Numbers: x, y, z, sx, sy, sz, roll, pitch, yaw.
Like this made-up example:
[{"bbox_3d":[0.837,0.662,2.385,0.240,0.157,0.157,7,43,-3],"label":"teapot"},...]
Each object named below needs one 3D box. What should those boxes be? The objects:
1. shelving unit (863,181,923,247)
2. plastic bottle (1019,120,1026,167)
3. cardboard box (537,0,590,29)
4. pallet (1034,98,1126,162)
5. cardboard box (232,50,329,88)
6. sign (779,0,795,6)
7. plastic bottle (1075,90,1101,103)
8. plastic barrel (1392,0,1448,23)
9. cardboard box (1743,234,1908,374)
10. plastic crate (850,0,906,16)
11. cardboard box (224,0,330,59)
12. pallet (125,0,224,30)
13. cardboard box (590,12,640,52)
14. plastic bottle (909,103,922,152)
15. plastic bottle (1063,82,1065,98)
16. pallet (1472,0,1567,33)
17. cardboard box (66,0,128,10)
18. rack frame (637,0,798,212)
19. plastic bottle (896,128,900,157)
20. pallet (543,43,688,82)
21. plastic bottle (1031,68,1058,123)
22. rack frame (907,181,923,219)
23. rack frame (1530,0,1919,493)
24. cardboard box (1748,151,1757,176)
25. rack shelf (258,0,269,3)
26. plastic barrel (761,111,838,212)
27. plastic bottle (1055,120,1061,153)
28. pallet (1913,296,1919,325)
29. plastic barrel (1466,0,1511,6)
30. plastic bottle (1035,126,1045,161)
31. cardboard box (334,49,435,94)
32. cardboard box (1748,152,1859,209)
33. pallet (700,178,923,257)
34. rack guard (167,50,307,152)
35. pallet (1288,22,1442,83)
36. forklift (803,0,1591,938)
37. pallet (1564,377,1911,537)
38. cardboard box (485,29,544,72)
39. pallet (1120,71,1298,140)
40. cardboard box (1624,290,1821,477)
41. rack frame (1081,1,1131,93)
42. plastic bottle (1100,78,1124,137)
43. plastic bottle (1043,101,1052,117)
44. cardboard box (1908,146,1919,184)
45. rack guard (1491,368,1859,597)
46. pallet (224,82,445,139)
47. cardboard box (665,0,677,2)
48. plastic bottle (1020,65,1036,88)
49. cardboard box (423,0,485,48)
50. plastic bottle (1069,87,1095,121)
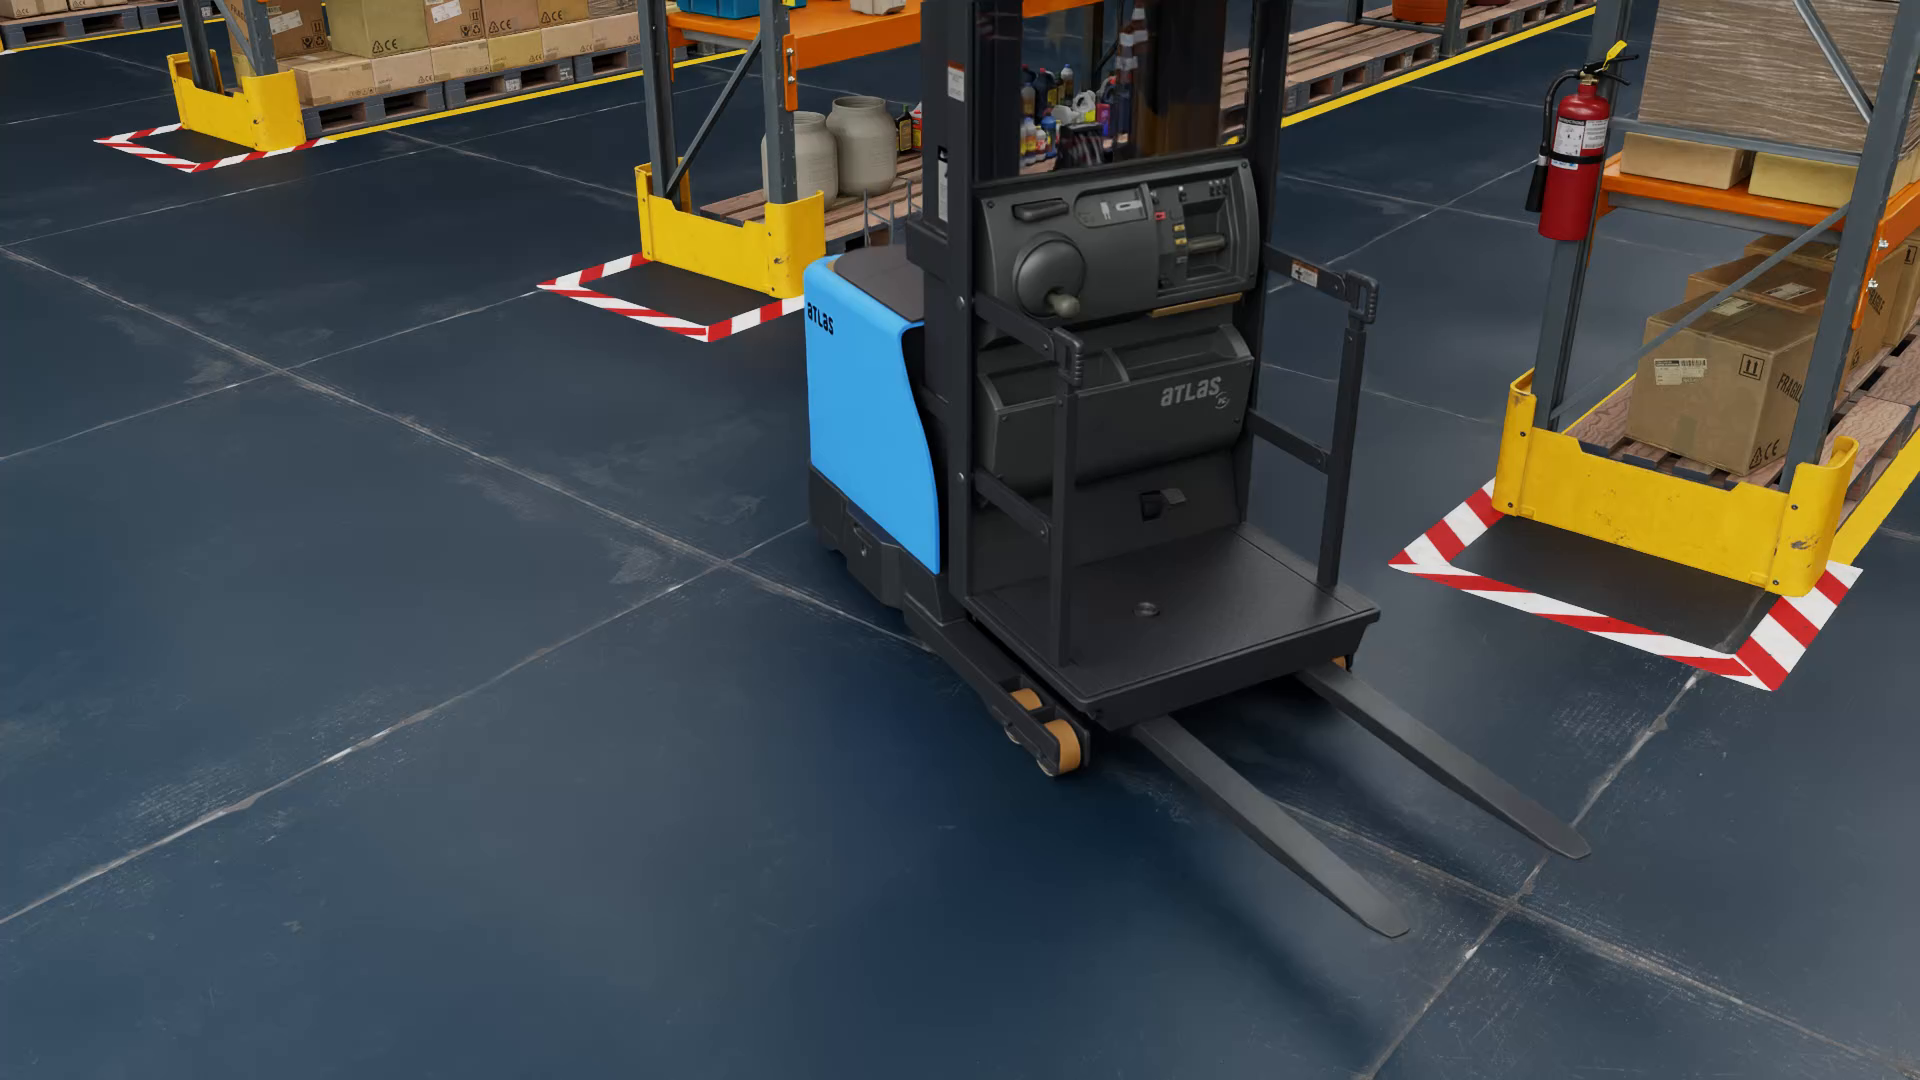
[{"bbox_3d":[-0.216,-0.746,6.385,0.189,1.200,0.258,-14,30,-25],"label":"shelving unit"},{"bbox_3d":[0.355,-2.428,10.168,0.097,0.271,0.097,0,27,0],"label":"plastic bottle"},{"bbox_3d":[-3.301,-4.356,13.124,0.500,0.500,0.500,21,34,34],"label":"cardboard box"},{"bbox_3d":[0.828,-2.724,11.287,1.003,0.211,1.213,21,34,34],"label":"pallet"},{"bbox_3d":[-4.963,-3.461,12.212,0.500,0.250,0.500,21,34,34],"label":"cardboard box"},{"bbox_3d":[-0.835,-2.731,7.964,0.100,0.325,0.005,21,34,34],"label":"sign"},{"bbox_3d":[0.848,-2.828,10.938,0.152,0.276,0.135,21,34,34],"label":"plastic bottle"},{"bbox_3d":[4.130,-5.008,14.571,0.600,0.830,0.708,21,34,34],"label":"plastic barrel"},{"bbox_3d":[3.742,-1.054,7.287,0.500,0.500,0.500,25,36,39],"label":"cardboard box"},{"bbox_3d":[-0.439,-2.877,8.833,0.298,0.136,0.250,21,34,34],"label":"plastic crate"},{"bbox_3d":[-4.965,-3.795,12.041,0.500,0.500,0.500,21,34,34],"label":"cardboard box"},{"bbox_3d":[-7.533,-5.163,16.000,1.003,0.211,1.213,21,34,34],"label":"pallet"},{"bbox_3d":[-2.984,-4.200,13.640,0.500,0.250,0.500,21,34,34],"label":"cardboard box"},{"bbox_3d":[-0.245,-2.617,10.530,0.152,0.276,0.135,21,34,35],"label":"plastic bottle"},{"bbox_3d":[0.682,-3.120,11.584,0.097,0.201,0.097,0,27,0],"label":"plastic bottle"},{"bbox_3d":[5.077,-5.091,15.861,1.003,0.211,1.213,21,34,34],"label":"pallet"},{"bbox_3d":[-8.029,-5.088,15.269,0.500,0.311,0.500,24,36,38],"label":"cardboard box"},{"bbox_3d":[-1.257,-2.771,8.341,1.000,3.000,0.127,21,34,34],"label":"rack frame"},{"bbox_3d":[-0.427,-2.502,10.389,0.097,0.201,0.097,0,27,0],"label":"plastic bottle"},{"bbox_3d":[-3.070,-4.130,14.003,1.003,0.211,1.213,21,34,34],"label":"pallet"},{"bbox_3d":[0.565,-3.001,11.190,0.144,0.351,0.185,21,34,34],"label":"plastic bottle"},{"bbox_3d":[-0.136,-0.767,6.424,0.006,1.200,0.240,-14,30,-25],"label":"rack frame"},{"bbox_3d":[2.565,-1.323,5.543,1.000,3.000,0.127,21,34,34],"label":"rack frame"},{"bbox_3d":[2.747,-1.461,6.084,0.380,0.149,0.250,21,34,34],"label":"cardboard box"},{"bbox_3d":[-3.804,-4.609,12.678,1.077,0.370,4.000,21,34,34],"label":"rack shelf"},{"bbox_3d":[-0.897,-2.108,9.311,0.421,0.512,0.421,0,27,0],"label":"plastic barrel"},{"bbox_3d":[0.612,-2.540,10.462,0.097,0.201,0.097,0,27,0],"label":"plastic bottle"},{"bbox_3d":[4.709,-1.254,8.445,1.003,0.211,1.213,21,34,34],"label":"pallet"},{"bbox_3d":[4.848,-5.301,15.401,0.600,0.588,0.708,21,34,34],"label":"plastic barrel"},{"bbox_3d":[0.482,-2.467,10.321,0.097,0.201,0.097,0,27,0],"label":"plastic bottle"},{"bbox_3d":[-4.249,-3.488,12.264,0.500,0.250,0.500,21,34,34],"label":"cardboard box"},{"bbox_3d":[2.930,-1.243,5.661,0.380,0.149,0.250,21,34,34],"label":"cardboard box"},{"bbox_3d":[-0.724,-1.859,9.614,1.003,0.211,1.213,21,34,34],"label":"pallet"},{"bbox_3d":[-5.092,-3.101,11.700,1.175,0.500,0.348,21,34,34],"label":"rack guard"},{"bbox_3d":[3.309,-4.105,13.956,1.003,0.211,1.213,21,34,34],"label":"pallet"},{"bbox_3d":[0.587,-0.844,4.692,1.130,2.935,3.031,-14,31,-25],"label":"forklift"},{"bbox_3d":[3.157,-0.389,6.773,1.003,0.211,1.213,21,34,34],"label":"pallet"},{"bbox_3d":[-3.608,-3.841,12.946,0.500,0.250,0.500,21,34,34],"label":"cardboard box"},{"bbox_3d":[1.757,-3.240,12.283,1.003,0.211,1.213,21,34,34],"label":"pallet"},{"bbox_3d":[2.975,-0.616,6.439,0.500,0.500,0.500,-21,34,-35],"label":"cardboard box"},{"bbox_3d":[1.287,-4.189,11.083,1.000,3.000,0.127,21,34,34],"label":"rack frame"},{"bbox_3d":[0.978,-2.827,10.854,0.144,0.351,0.185,19,33,32],"label":"plastic bottle"},{"bbox_3d":[0.584,-2.657,10.599,0.061,0.283,0.133,21,34,34],"label":"plastic bottle"},{"bbox_3d":[3.275,-1.410,5.985,0.380,0.149,0.250,21,34,34],"label":"cardboard box"},{"bbox_3d":[2.613,-0.240,6.169,1.175,0.500,0.348,21,34,34],"label":"rack guard"},{"bbox_3d":[-4.622,-3.265,12.331,1.003,0.211,1.213,21,34,34],"label":"pallet"},{"bbox_3d":[-2.492,-4.835,14.867,0.500,0.250,0.500,20,34,34],"label":"cardboard box"},{"bbox_3d":[0.454,-3.043,11.271,0.144,0.351,0.185,22,34,36],"label":"plastic bottle"},{"bbox_3d":[-3.939,-4.002,12.441,0.500,0.500,0.500,21,34,34],"label":"cardboard box"},{"bbox_3d":[0.773,-2.713,10.633,0.144,0.351,0.185,21,34,34],"label":"plastic bottle"}]
